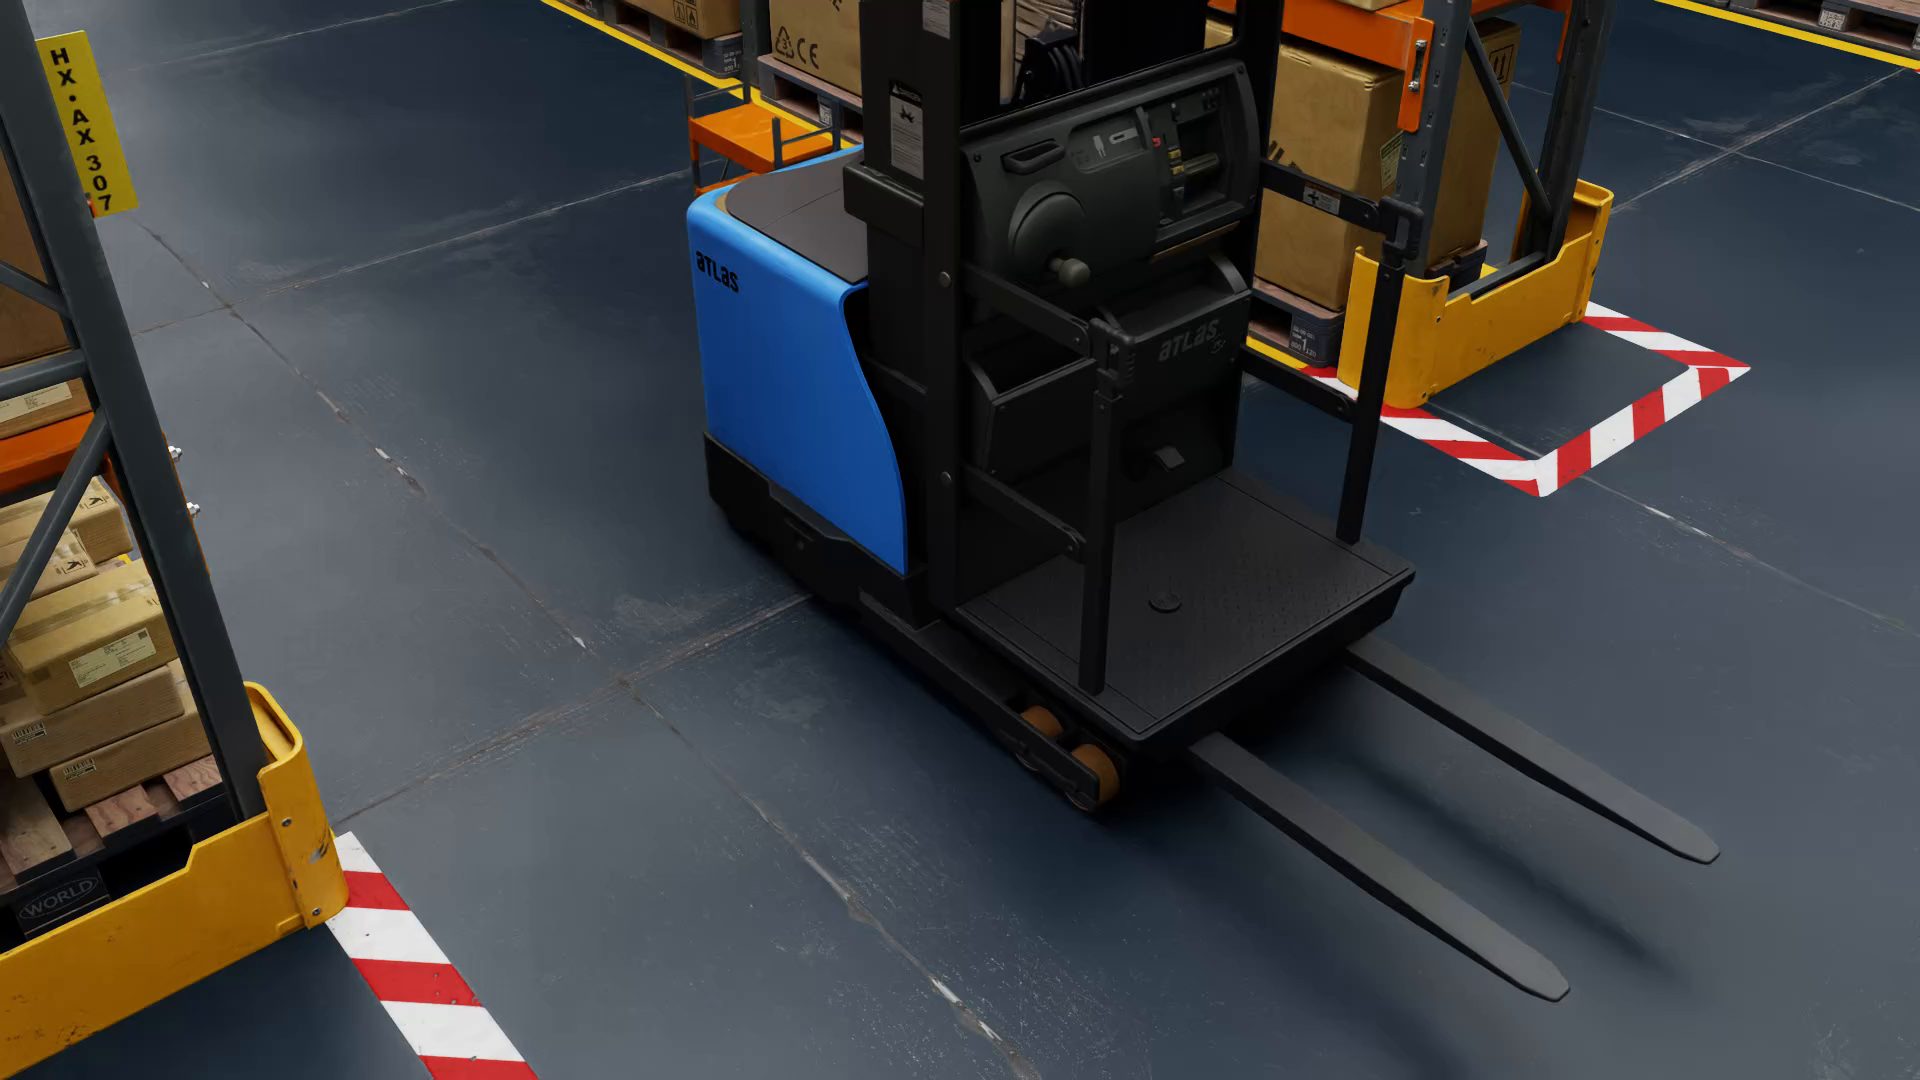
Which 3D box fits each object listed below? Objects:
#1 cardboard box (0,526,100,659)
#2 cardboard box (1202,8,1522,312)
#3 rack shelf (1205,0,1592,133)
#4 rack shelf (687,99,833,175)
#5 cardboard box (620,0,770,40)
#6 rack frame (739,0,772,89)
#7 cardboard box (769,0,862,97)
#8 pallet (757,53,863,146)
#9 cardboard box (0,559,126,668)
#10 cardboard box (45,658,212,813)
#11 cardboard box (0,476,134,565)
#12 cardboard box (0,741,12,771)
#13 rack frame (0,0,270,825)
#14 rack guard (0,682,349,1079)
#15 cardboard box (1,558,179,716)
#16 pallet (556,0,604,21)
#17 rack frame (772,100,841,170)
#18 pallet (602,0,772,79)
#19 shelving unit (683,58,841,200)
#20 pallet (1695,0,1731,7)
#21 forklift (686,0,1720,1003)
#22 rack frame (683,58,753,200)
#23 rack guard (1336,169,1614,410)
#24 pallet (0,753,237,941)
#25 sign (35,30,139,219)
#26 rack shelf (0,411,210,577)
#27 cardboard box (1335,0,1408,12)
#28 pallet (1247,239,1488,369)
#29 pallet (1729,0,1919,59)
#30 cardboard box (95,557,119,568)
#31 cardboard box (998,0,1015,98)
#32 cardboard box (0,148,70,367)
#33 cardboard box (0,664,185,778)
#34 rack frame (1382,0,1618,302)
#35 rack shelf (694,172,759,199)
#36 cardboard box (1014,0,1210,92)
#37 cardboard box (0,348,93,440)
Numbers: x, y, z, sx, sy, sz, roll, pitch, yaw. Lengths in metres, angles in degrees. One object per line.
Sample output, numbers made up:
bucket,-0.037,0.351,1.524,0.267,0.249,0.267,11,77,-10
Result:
cardboard box,-2.308,0.144,4.040,0.380,0.149,0.250,-25,42,-31
cardboard box,1.421,-1.533,6.294,0.875,0.875,0.875,-26,43,-32
rack shelf,0.604,-2.565,6.900,1.077,0.370,4.000,-26,43,-32
rack shelf,-0.622,-1.234,5.275,0.258,0.148,0.480,-26,43,-32
cardboard box,-1.115,-3.321,8.820,1.225,0.875,0.875,-26,43,-32
rack frame,-0.687,-3.742,7.938,1.000,3.000,0.127,-26,43,-32
cardboard box,-0.322,-2.725,7.978,0.875,0.875,0.875,-26,43,-32
pallet,-0.256,-2.239,8.229,1.003,0.211,1.213,-26,43,-32
cardboard box,-2.235,0.231,4.175,0.380,0.149,0.250,-26,43,-32
cardboard box,-2.053,0.471,4.094,0.380,0.149,0.250,-25,42,-31
cardboard box,-2.373,-0.015,4.265,0.380,0.149,0.250,-26,43,-32
cardboard box,-2.285,0.386,4.214,0.380,0.149,0.250,-26,43,-32
rack frame,-1.959,-0.171,2.896,1.000,3.000,0.127,-26,43,-32
rack guard,-2.008,0.816,3.666,1.175,0.500,0.348,-26,43,-32
cardboard box,-2.038,0.220,3.932,0.380,0.149,0.250,-28,44,-34
pallet,-2.034,-3.456,9.947,1.003,0.211,1.213,-26,43,-32
rack frame,-0.464,-0.806,5.350,0.240,1.200,0.015,-26,43,-32
pallet,-1.242,-2.917,9.186,1.003,0.211,1.213,-26,43,-32
shelving unit,-0.622,-0.914,5.502,0.258,1.200,0.503,-26,43,-32
pallet,4.393,-3.602,10.154,1.003,0.211,1.213,-26,43,-32
forklift,0.529,-0.835,3.893,1.130,2.935,3.031,-26,43,-32
rack frame,-0.780,-1.021,5.654,0.240,1.200,0.015,-26,43,-32
rack guard,1.910,-0.945,6.152,1.175,0.500,0.348,-26,43,-32
pallet,-2.506,0.562,4.274,1.003,0.211,1.213,-26,43,-32
sign,-1.545,-0.726,2.931,0.100,0.325,0.005,-26,43,-32
rack shelf,-3.250,-0.760,4.350,1.077,0.370,4.000,-26,43,-32
cardboard box,1.413,-1.908,5.566,0.380,0.149,0.250,-25,42,-31
pallet,1.319,-1.162,6.708,1.003,0.211,1.213,-26,43,-32
pallet,5.176,-3.064,9.394,1.003,0.211,1.213,-26,43,-32
cardboard box,-2.531,0.125,4.582,0.380,0.149,0.250,-25,43,-31
cardboard box,0.259,-2.328,7.416,0.875,0.875,0.875,-26,43,-32
cardboard box,-2.038,-0.634,3.206,0.500,0.500,0.500,-24,42,-30
cardboard box,-2.101,0.373,3.974,0.380,0.149,0.250,-24,42,-30
rack frame,1.895,-1.976,5.445,1.000,3.000,0.127,-26,43,-32
rack shelf,-0.622,-1.041,5.412,0.258,0.148,0.480,-26,43,-32
cardboard box,0.833,-1.935,6.862,0.875,0.875,0.875,-26,43,-32
cardboard box,-1.918,-0.333,3.343,0.380,0.149,0.250,-26,43,-32
